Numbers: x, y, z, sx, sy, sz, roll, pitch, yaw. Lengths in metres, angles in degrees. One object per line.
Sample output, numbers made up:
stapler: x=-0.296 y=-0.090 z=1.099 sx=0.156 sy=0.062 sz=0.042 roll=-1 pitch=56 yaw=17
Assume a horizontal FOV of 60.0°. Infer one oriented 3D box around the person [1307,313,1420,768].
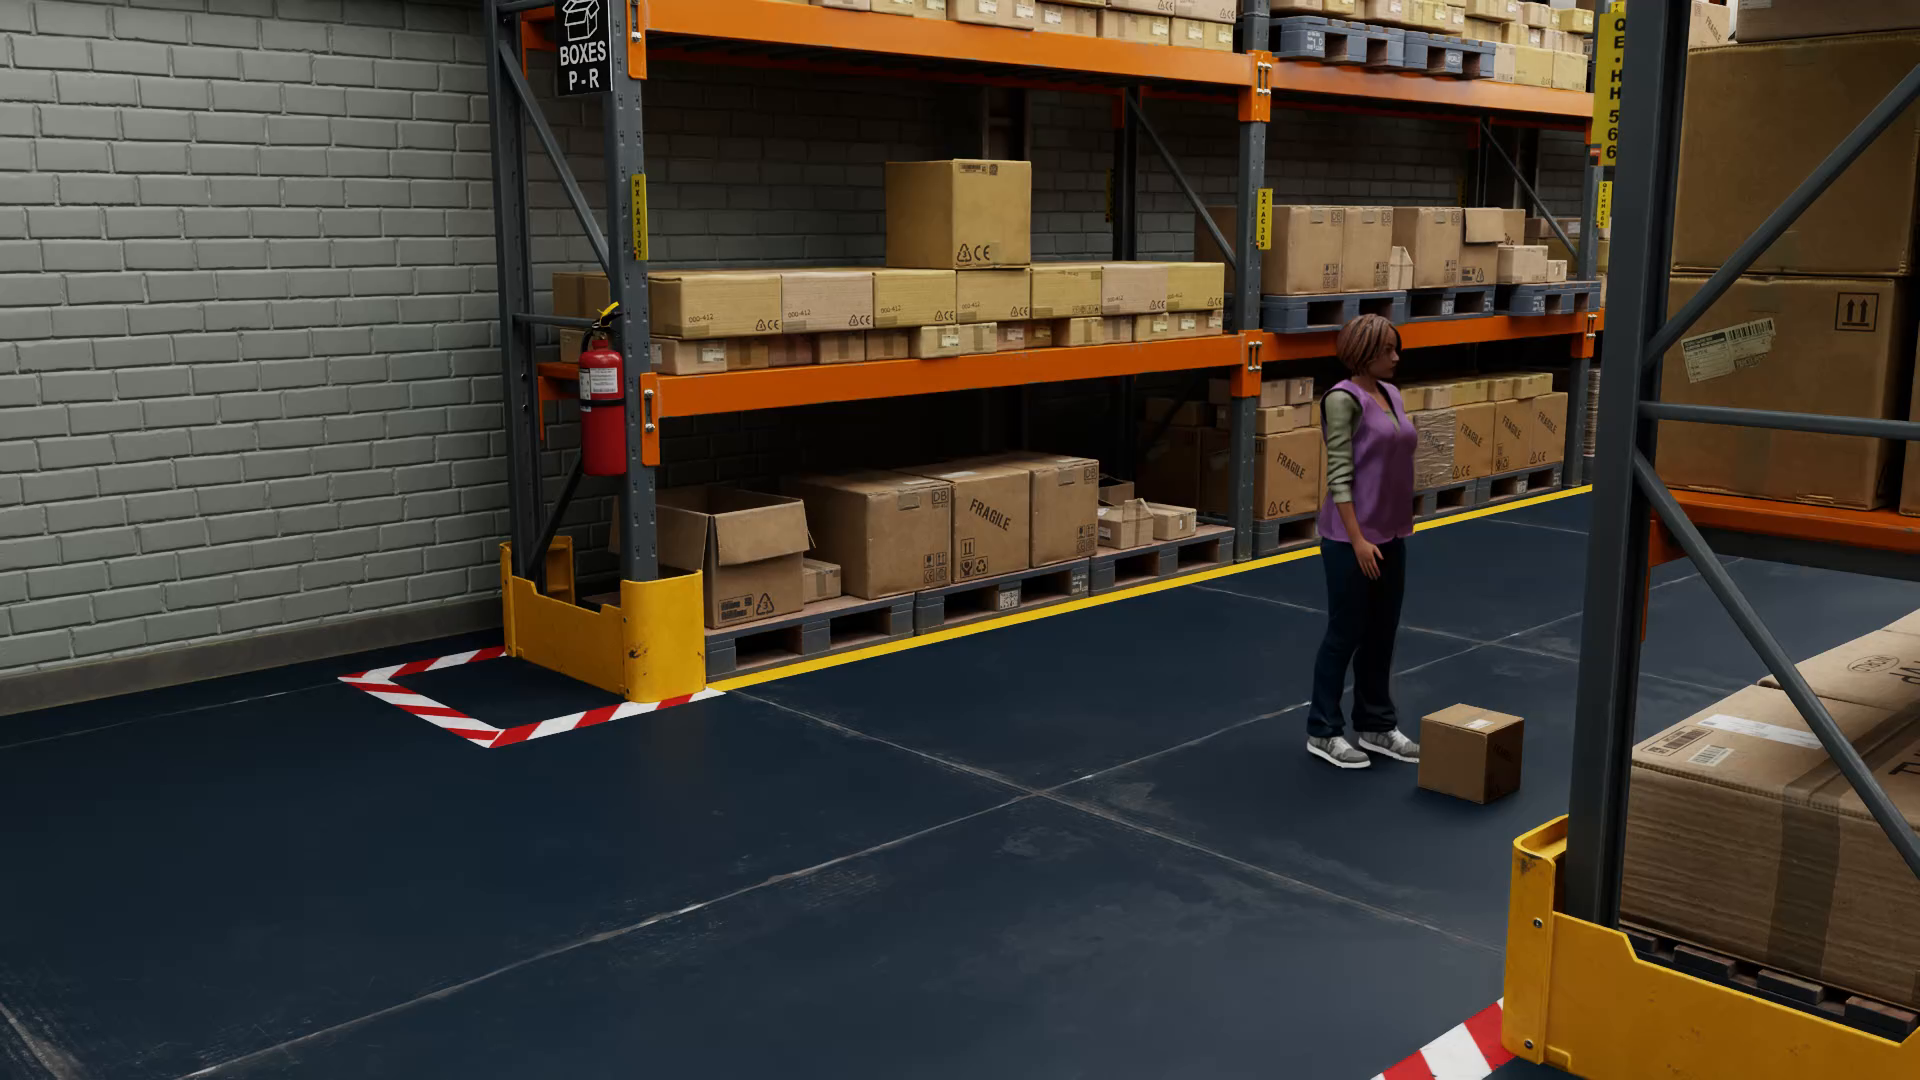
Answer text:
person: x=1.466 y=0.010 z=5.903 sx=0.432 sy=1.613 sz=0.379 roll=-10 pitch=14 yaw=-41
